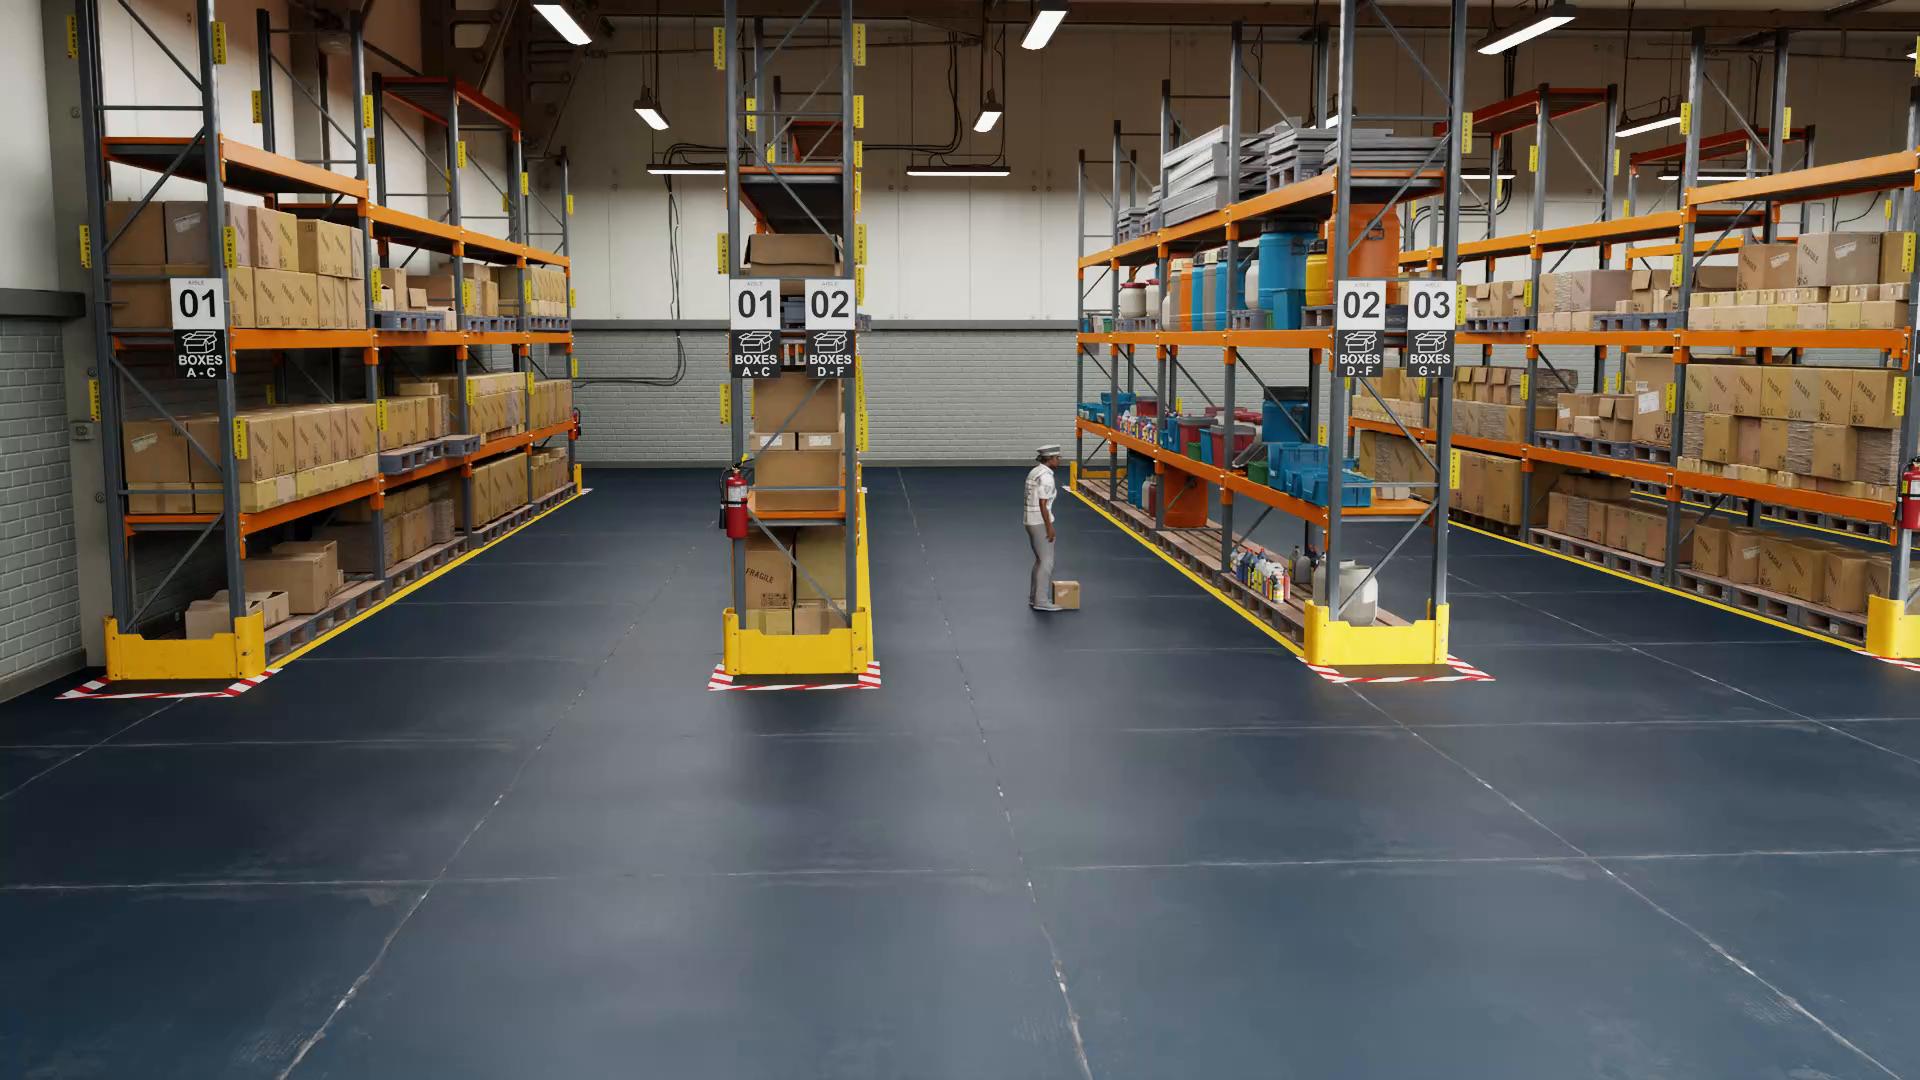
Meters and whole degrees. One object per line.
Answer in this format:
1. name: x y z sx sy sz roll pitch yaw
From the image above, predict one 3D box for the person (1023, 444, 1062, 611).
1. person: 0.846 -0.137 16.856 0.392 1.663 0.529 -1 7 -6
